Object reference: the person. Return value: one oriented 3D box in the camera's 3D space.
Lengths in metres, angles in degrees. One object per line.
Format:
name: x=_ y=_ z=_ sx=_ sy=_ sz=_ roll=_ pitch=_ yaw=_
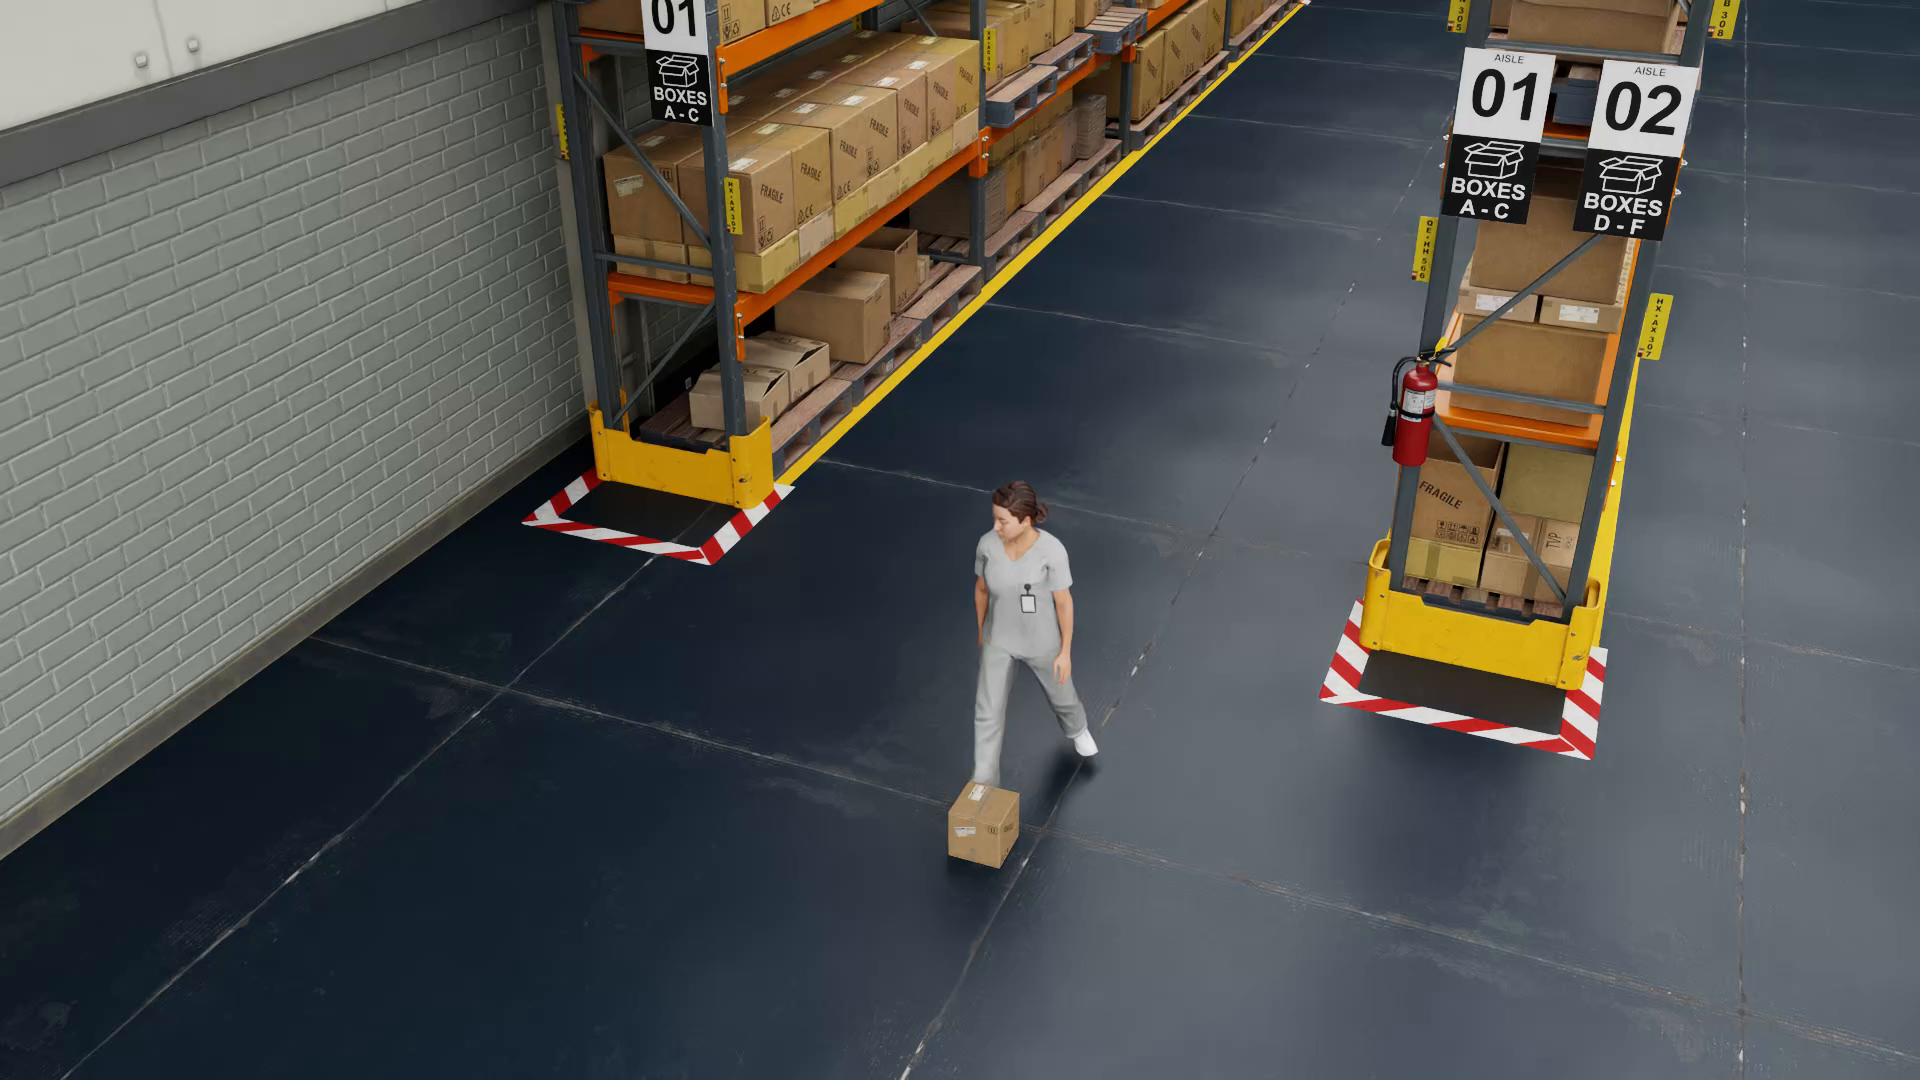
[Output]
person: x=0.331 y=0.456 z=7.589 sx=0.567 sy=1.653 sz=0.901 roll=8 pitch=31 yaw=14
